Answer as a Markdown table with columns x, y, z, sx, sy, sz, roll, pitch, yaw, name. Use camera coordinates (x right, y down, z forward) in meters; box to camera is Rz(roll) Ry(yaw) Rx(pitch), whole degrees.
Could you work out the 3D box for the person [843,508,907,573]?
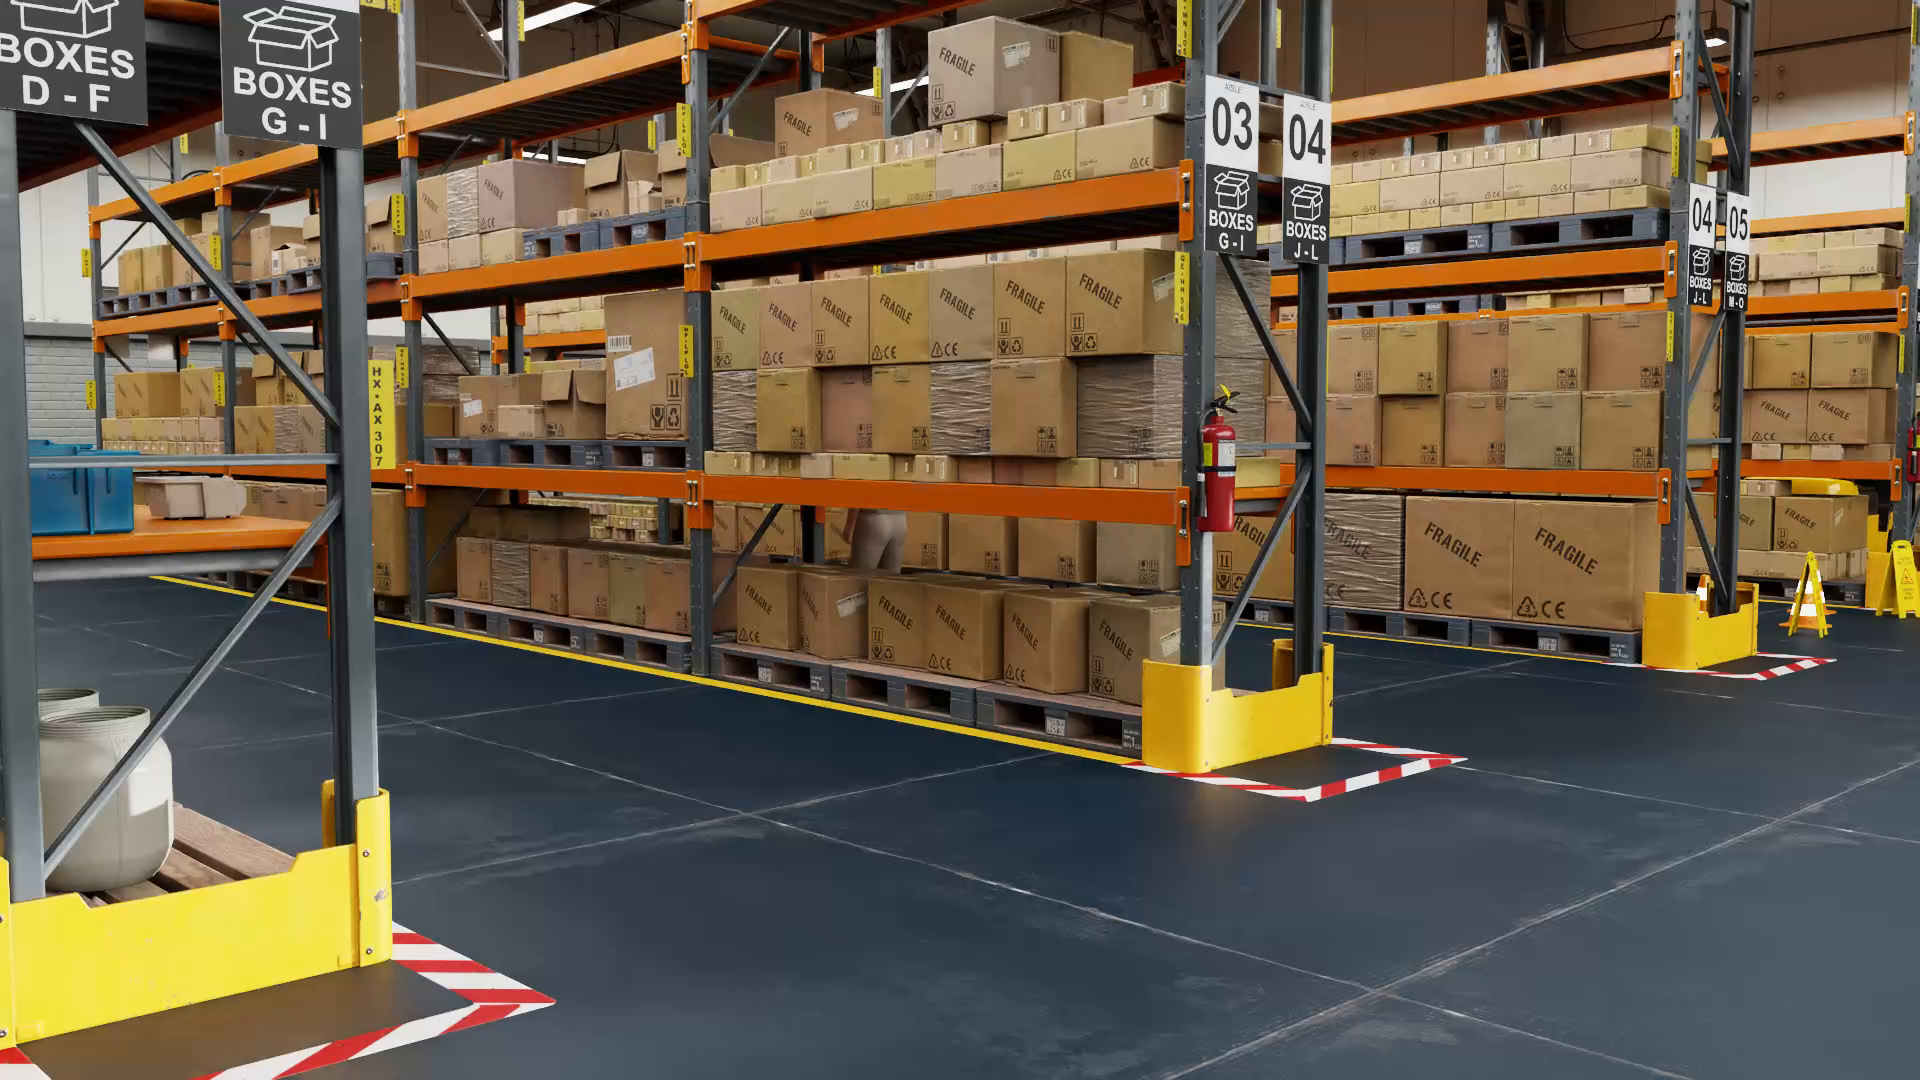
| x | y | z | sx | sy | sz | roll | pitch | yaw | name |
| --- | --- | --- | --- | --- | --- | --- | --- | --- | --- |
| -0.618 | -0.097 | 12.281 | 0.391 | 1.730 | 0.563 | 3 | 5 | 41 | person |
